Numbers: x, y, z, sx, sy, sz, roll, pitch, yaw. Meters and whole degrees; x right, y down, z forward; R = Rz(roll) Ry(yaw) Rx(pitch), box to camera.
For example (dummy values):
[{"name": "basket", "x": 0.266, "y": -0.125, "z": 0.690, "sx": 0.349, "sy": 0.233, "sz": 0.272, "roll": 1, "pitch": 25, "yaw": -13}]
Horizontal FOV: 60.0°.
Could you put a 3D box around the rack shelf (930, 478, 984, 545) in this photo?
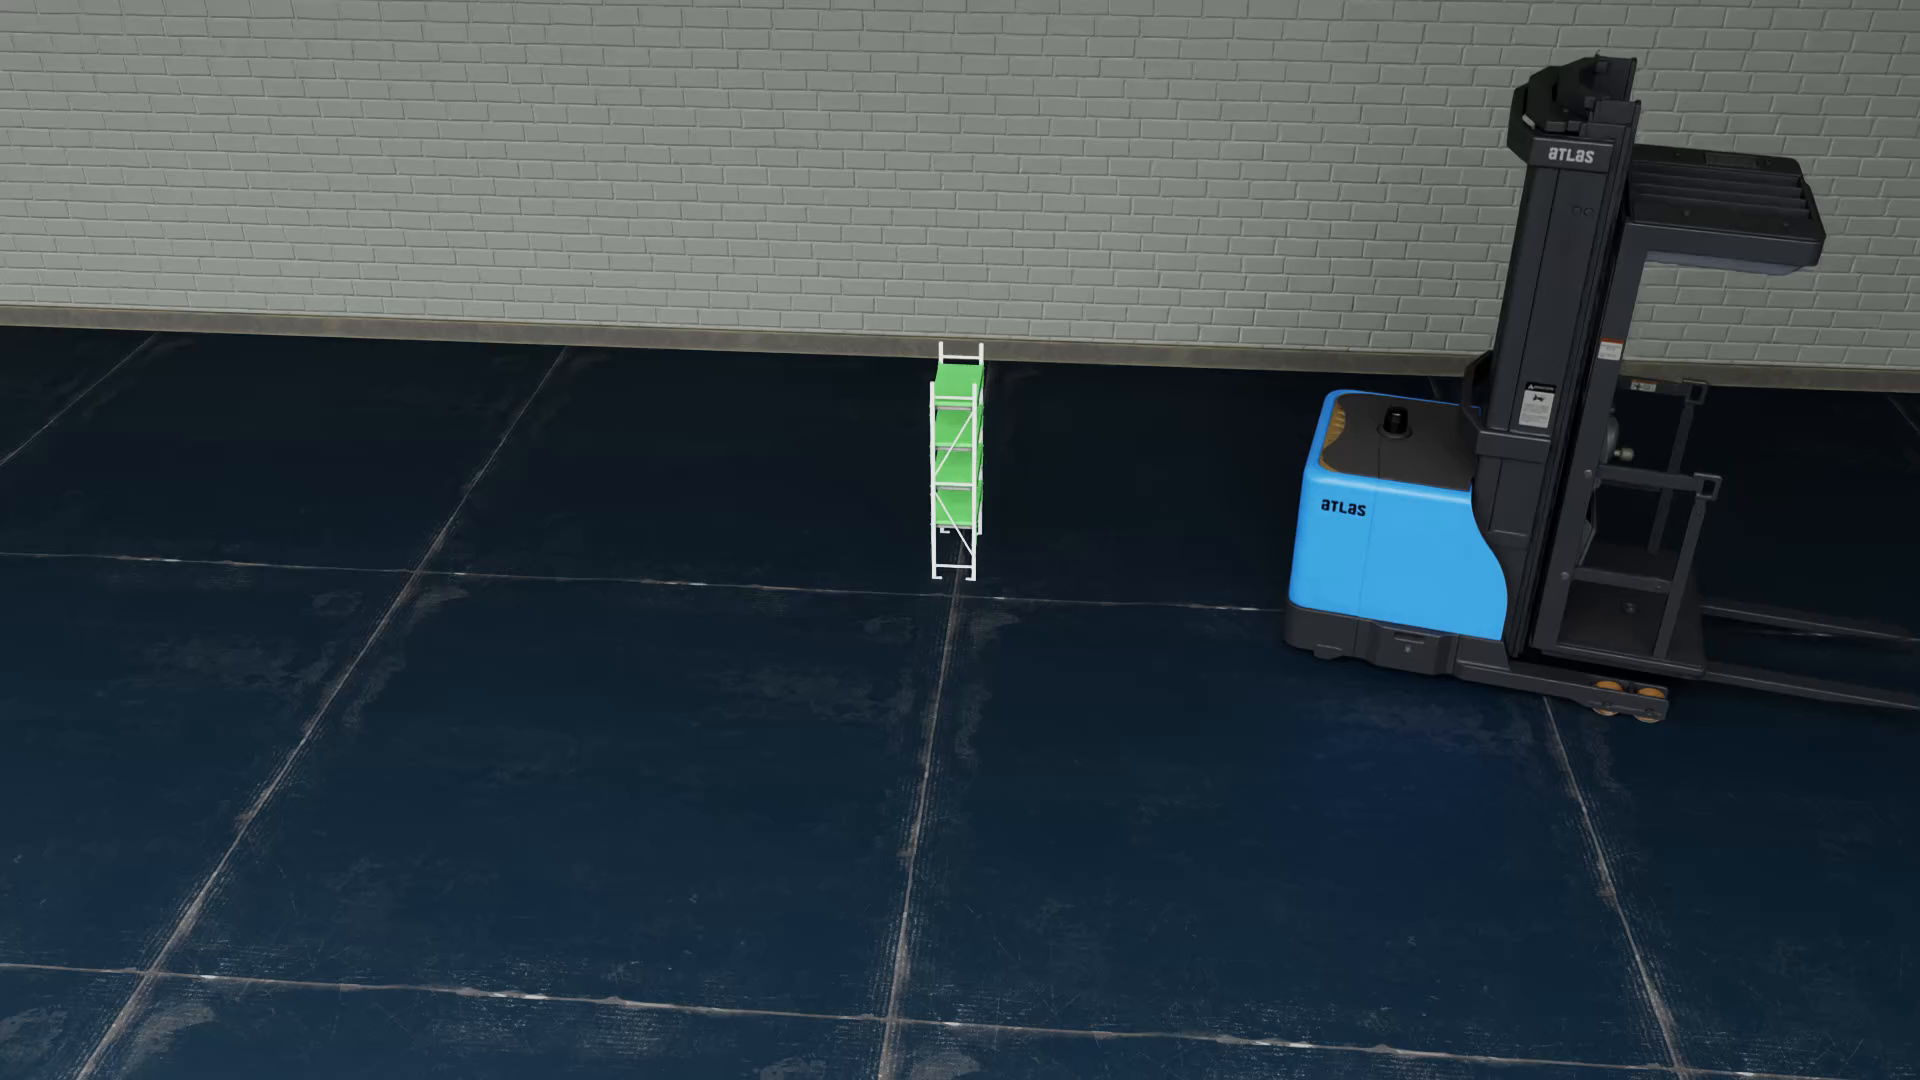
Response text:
[{"name": "rack shelf", "x": -0.013, "y": -0.166, "z": 9.234, "sx": 0.258, "sy": 0.148, "sz": 0.480, "roll": 2, "pitch": 32, "yaw": 4}]

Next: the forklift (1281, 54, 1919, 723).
[{"name": "forklift", "x": 3.233, "y": -0.673, "z": 7.828, "sx": 3.031, "sy": 2.935, "sz": 1.130, "roll": 9, "pitch": 33, "yaw": 15}]

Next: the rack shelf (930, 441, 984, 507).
[{"name": "rack shelf", "x": -0.013, "y": -0.370, "z": 9.109, "sx": 0.258, "sy": 0.148, "sz": 0.480, "roll": 2, "pitch": 32, "yaw": 4}]

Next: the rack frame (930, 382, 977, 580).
[{"name": "rack frame", "x": -0.033, "y": -0.297, "z": 8.868, "sx": 0.240, "sy": 1.200, "sz": 0.015, "roll": 2, "pitch": 32, "yaw": 4}]

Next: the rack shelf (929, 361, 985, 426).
[{"name": "rack shelf", "x": -0.013, "y": -0.778, "z": 8.857, "sx": 0.258, "sy": 0.148, "sz": 0.480, "roll": 2, "pitch": 32, "yaw": 4}]

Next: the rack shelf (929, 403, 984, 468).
[{"name": "rack shelf", "x": -0.013, "y": -0.574, "z": 8.983, "sx": 0.258, "sy": 0.148, "sz": 0.480, "roll": 2, "pitch": 32, "yaw": 4}]

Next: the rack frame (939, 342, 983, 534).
[{"name": "rack frame", "x": 0.006, "y": -0.552, "z": 9.282, "sx": 0.240, "sy": 1.200, "sz": 0.015, "roll": 2, "pitch": 32, "yaw": 4}]

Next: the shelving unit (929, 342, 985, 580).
[{"name": "shelving unit", "x": -0.013, "y": -0.424, "z": 9.075, "sx": 0.258, "sy": 1.200, "sz": 0.503, "roll": 2, "pitch": 32, "yaw": 4}]
